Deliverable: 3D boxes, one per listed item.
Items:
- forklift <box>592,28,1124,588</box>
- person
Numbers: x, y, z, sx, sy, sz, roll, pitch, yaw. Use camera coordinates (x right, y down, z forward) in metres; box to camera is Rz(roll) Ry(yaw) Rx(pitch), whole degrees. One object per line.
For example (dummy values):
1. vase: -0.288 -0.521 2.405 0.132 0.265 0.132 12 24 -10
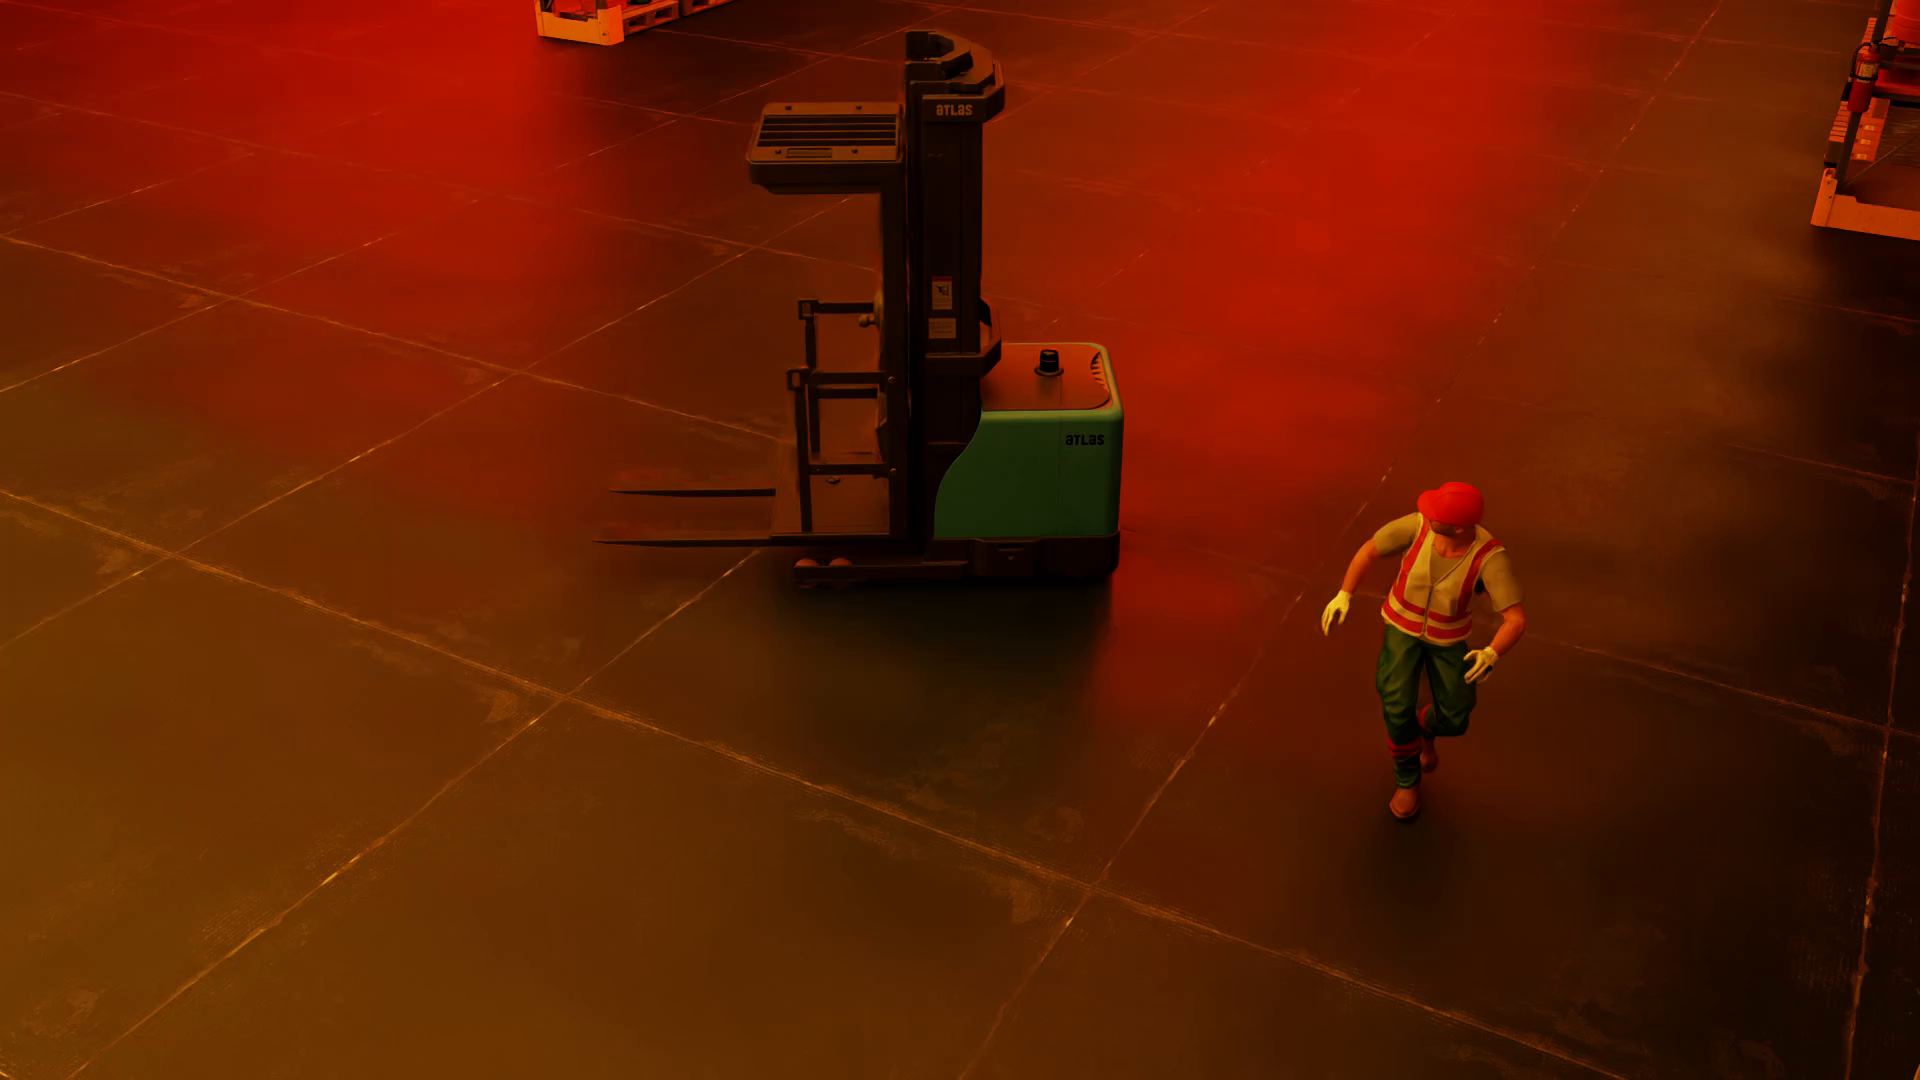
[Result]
1. forklift: -0.610 -1.261 9.256 3.031 2.935 1.130 -1 30 -1
2. person: 2.069 0.479 7.514 0.876 1.654 0.816 9 31 16
